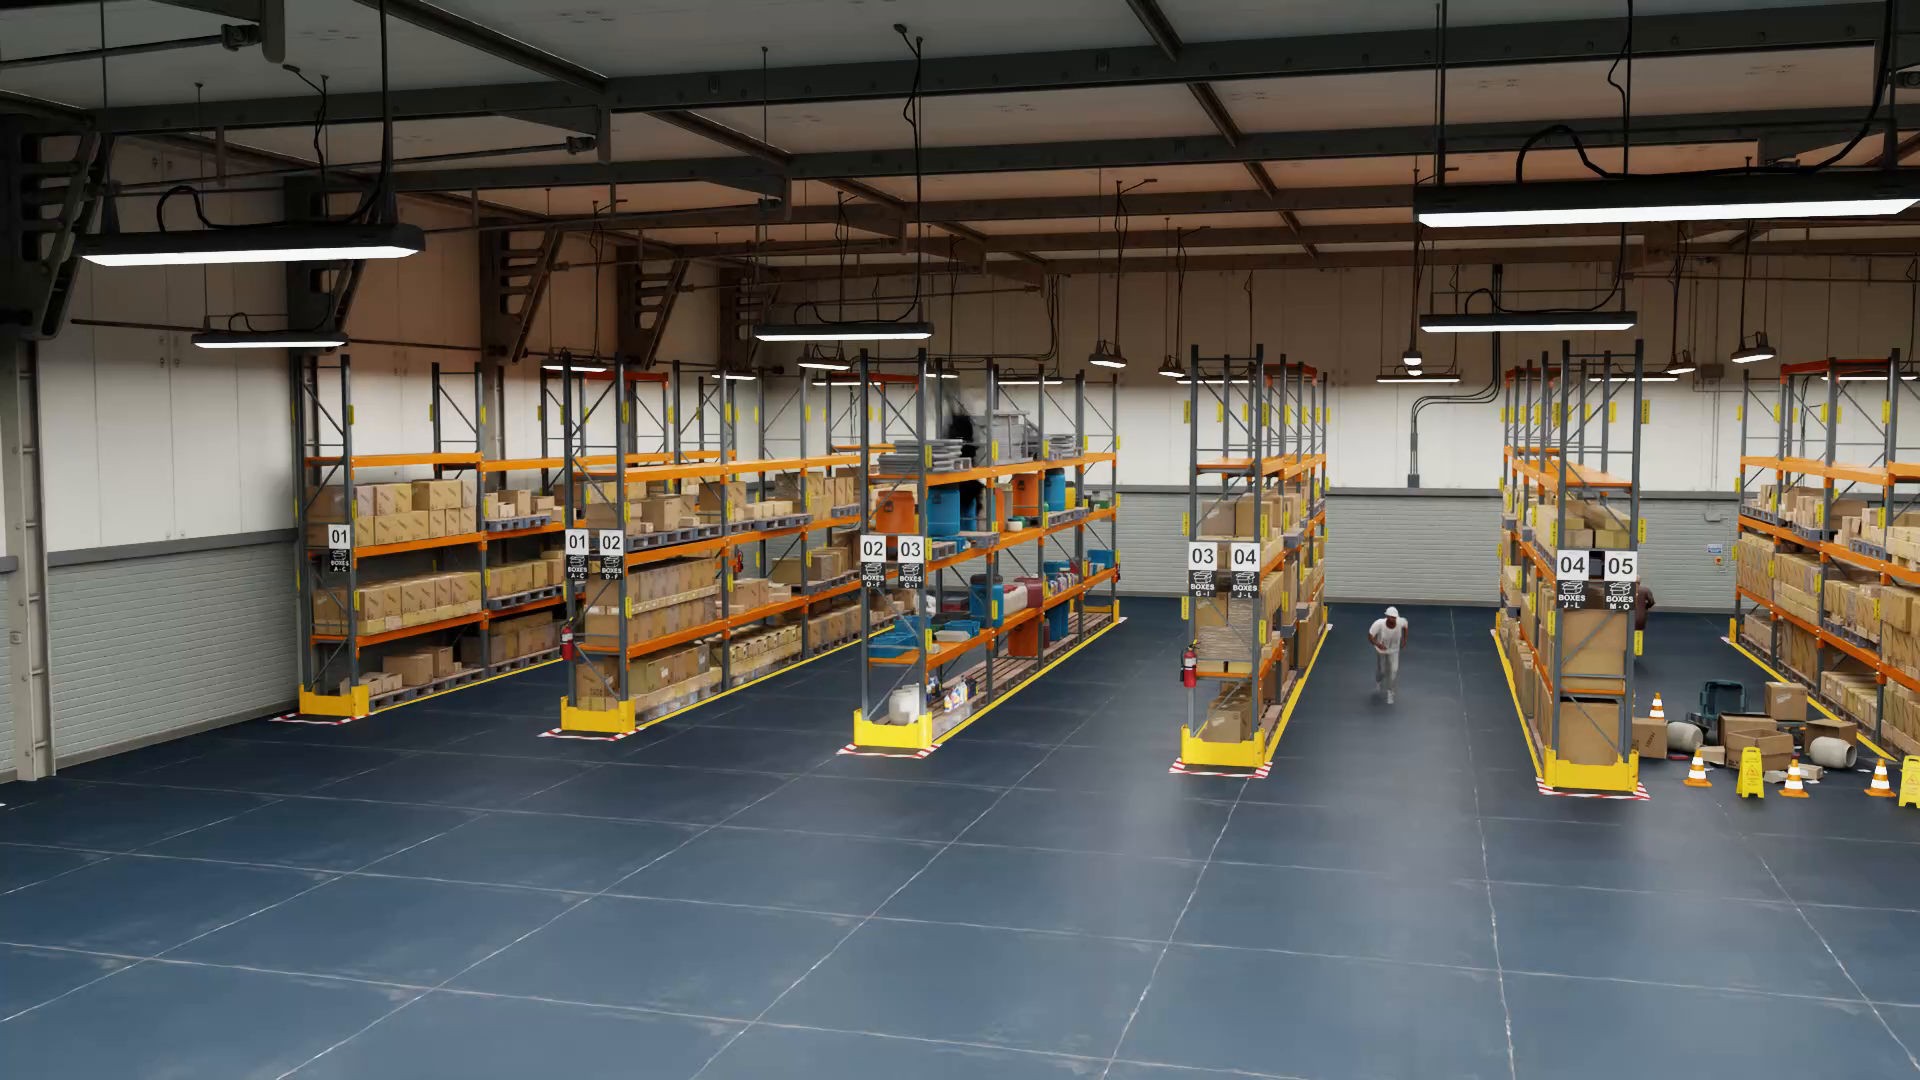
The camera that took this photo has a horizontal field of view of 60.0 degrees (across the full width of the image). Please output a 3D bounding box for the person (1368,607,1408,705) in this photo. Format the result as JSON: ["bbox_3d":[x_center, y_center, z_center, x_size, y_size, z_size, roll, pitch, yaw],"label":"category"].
[{"bbox_3d":[7.496,1.990,29.240,0.744,1.714,1.057,0,4,-4],"label":"person"}]

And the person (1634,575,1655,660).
[{"bbox_3d":[13.864,1.581,34.111,0.698,1.747,0.679,1,4,8],"label":"person"}]

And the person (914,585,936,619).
[{"bbox_3d":[-0.671,1.617,32.748,0.603,1.590,0.903,1,5,18],"label":"person"}]
